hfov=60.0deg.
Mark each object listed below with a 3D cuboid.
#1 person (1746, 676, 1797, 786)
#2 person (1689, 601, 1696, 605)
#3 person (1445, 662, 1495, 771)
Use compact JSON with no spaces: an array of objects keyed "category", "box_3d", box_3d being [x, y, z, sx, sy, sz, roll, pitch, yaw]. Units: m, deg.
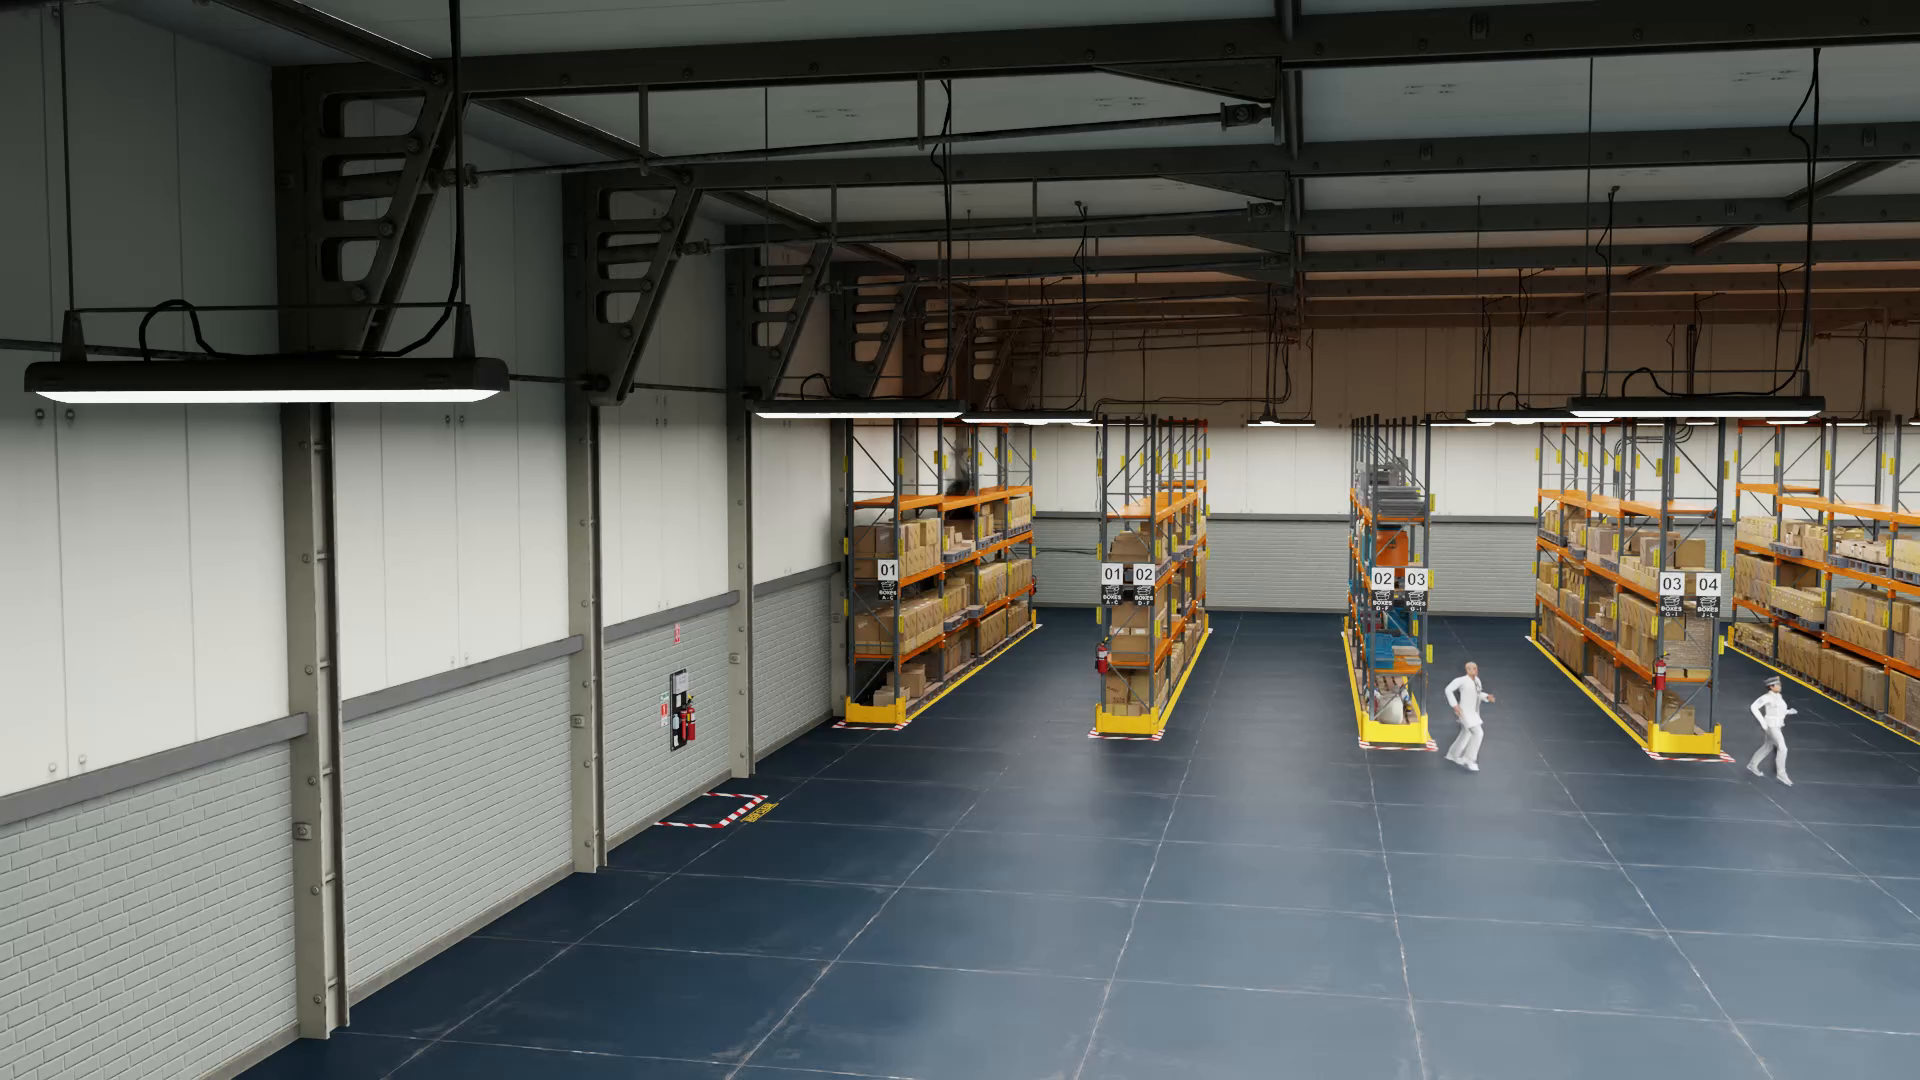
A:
[{"category":"person","box_3d":[13.181,3.072,26.995,0.770,1.747,0.585,4,5,45]},{"category":"person","box_3d":[18.895,1.983,42.813,0.684,1.771,0.751,1,4,17]},{"category":"person","box_3d":[8.624,2.979,28.116,0.810,1.840,0.688,3,5,42]}]
